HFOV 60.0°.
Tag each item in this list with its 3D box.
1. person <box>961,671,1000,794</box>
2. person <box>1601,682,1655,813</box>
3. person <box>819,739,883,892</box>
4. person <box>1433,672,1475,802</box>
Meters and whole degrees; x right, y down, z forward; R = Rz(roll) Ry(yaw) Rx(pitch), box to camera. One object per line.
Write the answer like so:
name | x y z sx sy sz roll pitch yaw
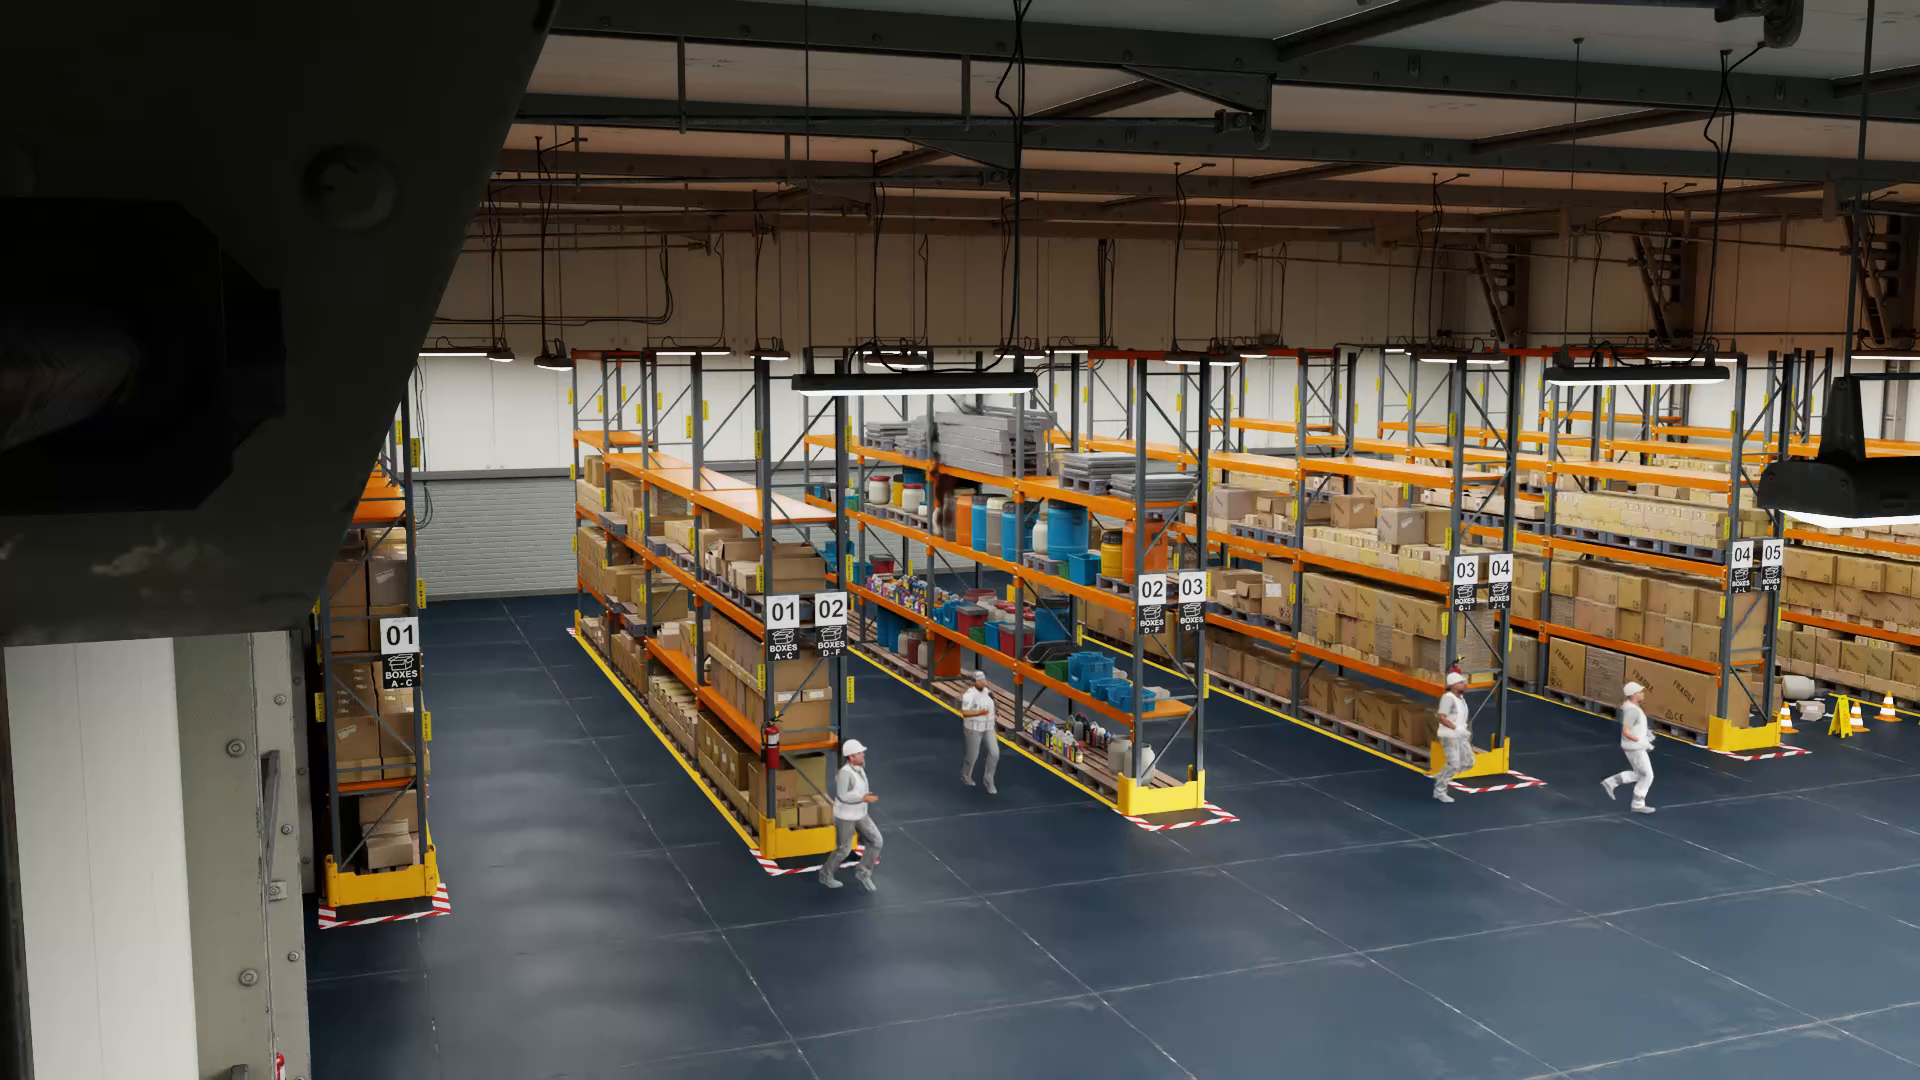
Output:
person | 0.273 2.660 23.024 0.584 1.725 0.701 -4 8 -31
person | 8.875 2.739 22.007 0.687 1.741 0.658 3 8 20
person | -1.238 3.131 18.850 0.775 1.785 0.680 3 8 21
person | 6.746 2.670 22.609 0.547 1.742 0.695 5 9 36
